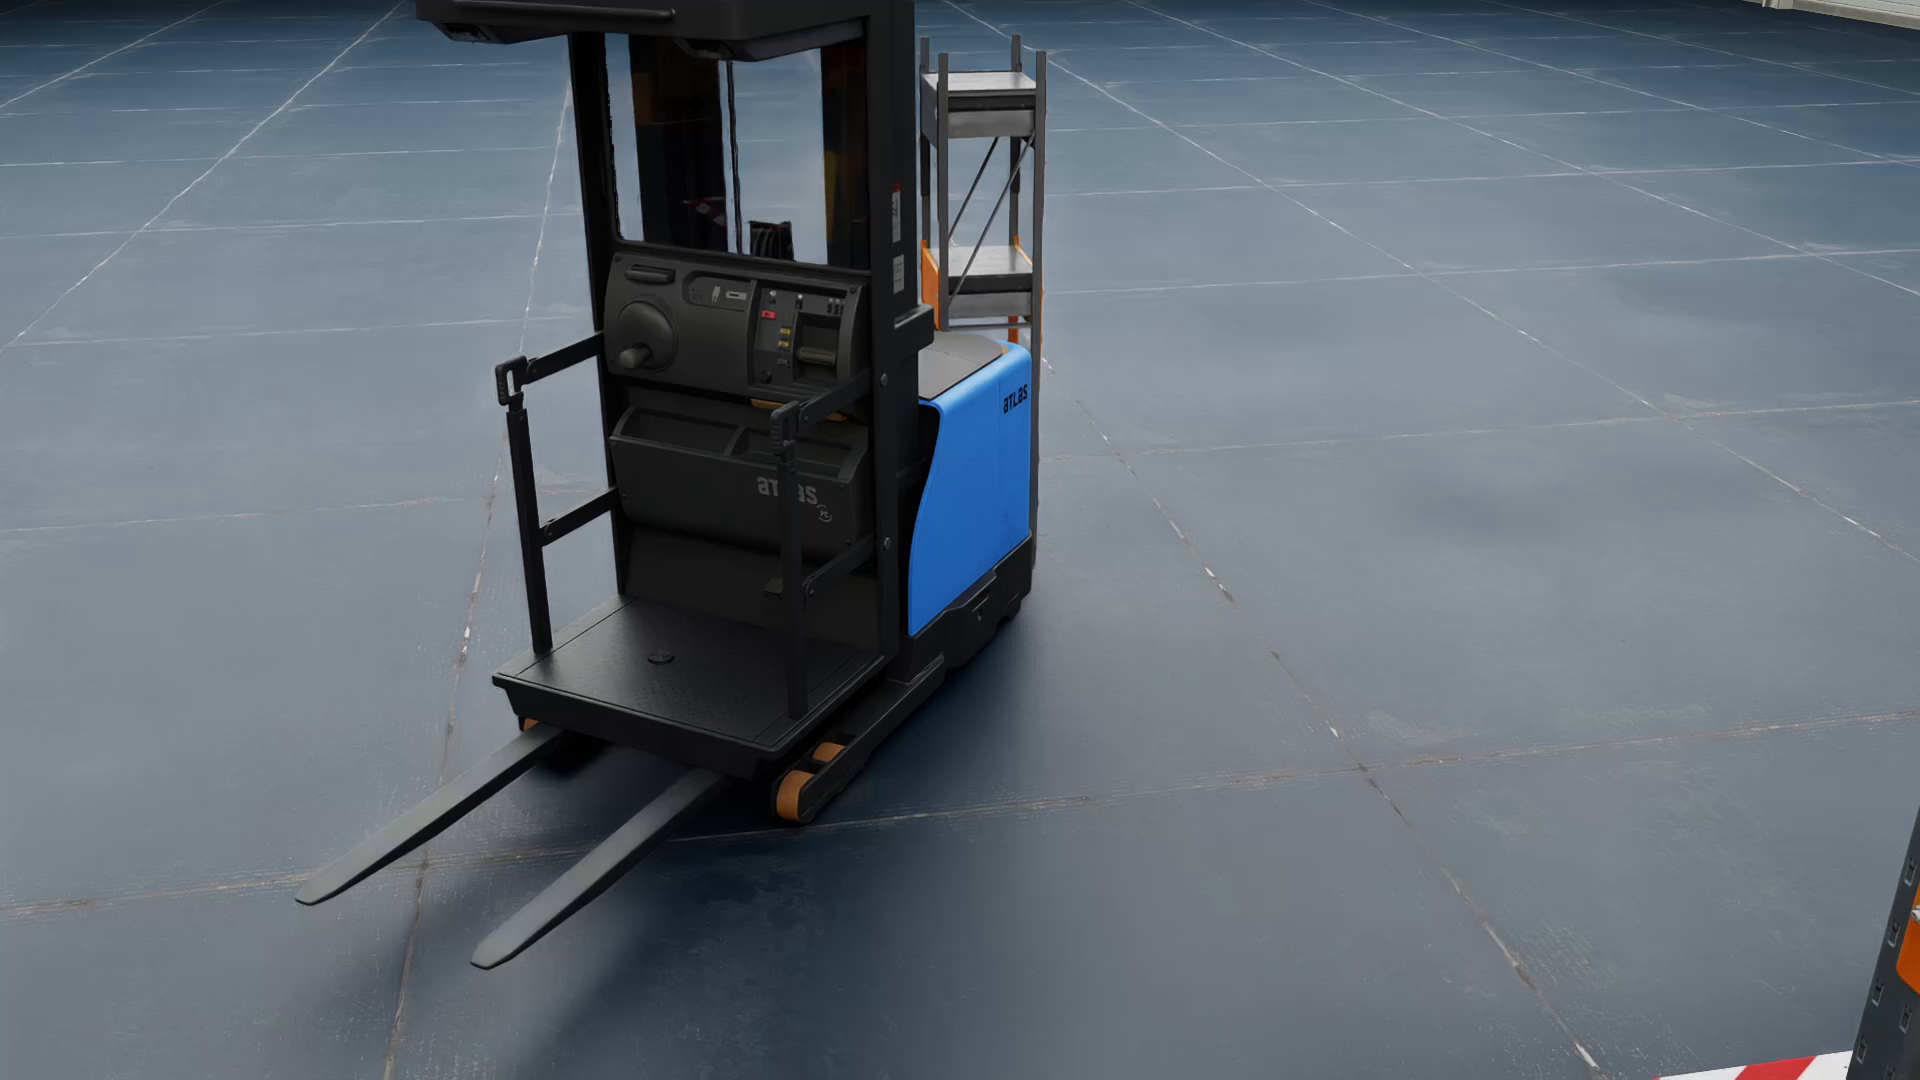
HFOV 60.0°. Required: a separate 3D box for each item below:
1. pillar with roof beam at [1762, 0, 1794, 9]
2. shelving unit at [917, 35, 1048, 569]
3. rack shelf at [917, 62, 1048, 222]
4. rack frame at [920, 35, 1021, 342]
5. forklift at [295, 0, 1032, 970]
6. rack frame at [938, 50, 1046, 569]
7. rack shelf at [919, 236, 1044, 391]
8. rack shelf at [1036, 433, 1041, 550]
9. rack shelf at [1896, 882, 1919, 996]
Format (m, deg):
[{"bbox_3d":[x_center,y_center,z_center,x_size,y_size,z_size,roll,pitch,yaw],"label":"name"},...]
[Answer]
[{"bbox_3d":[9.130,-12.503,24.634,9.100,9.000,0.400,-4,24,-10],"label":"pillar with roof beam"},{"bbox_3d":[0.080,-0.930,6.755,0.431,2.100,0.503,-4,24,-8],"label":"shelving unit"},{"bbox_3d":[0.080,-1.559,6.480,0.431,0.518,0.480,-4,24,-8],"label":"rack shelf"},{"bbox_3d":[0.042,-1.026,6.976,0.400,2.100,0.015,-4,24,-8],"label":"rack frame"},{"bbox_3d":[-0.823,-0.655,5.088,1.130,2.935,3.031,11,26,24],"label":"forklift"},{"bbox_3d":[0.119,-0.833,6.534,0.400,2.100,0.015,-4,24,-8],"label":"rack frame"},{"bbox_3d":[0.080,-0.917,6.760,0.431,0.518,0.480,-4,24,-8],"label":"rack shelf"},{"bbox_3d":[0.080,-0.276,7.041,0.431,0.518,0.480,-4,24,-8],"label":"rack shelf"},{"bbox_3d":[2.586,1.373,1.258,1.077,0.370,4.000,-4,24,-10],"label":"rack shelf"}]
